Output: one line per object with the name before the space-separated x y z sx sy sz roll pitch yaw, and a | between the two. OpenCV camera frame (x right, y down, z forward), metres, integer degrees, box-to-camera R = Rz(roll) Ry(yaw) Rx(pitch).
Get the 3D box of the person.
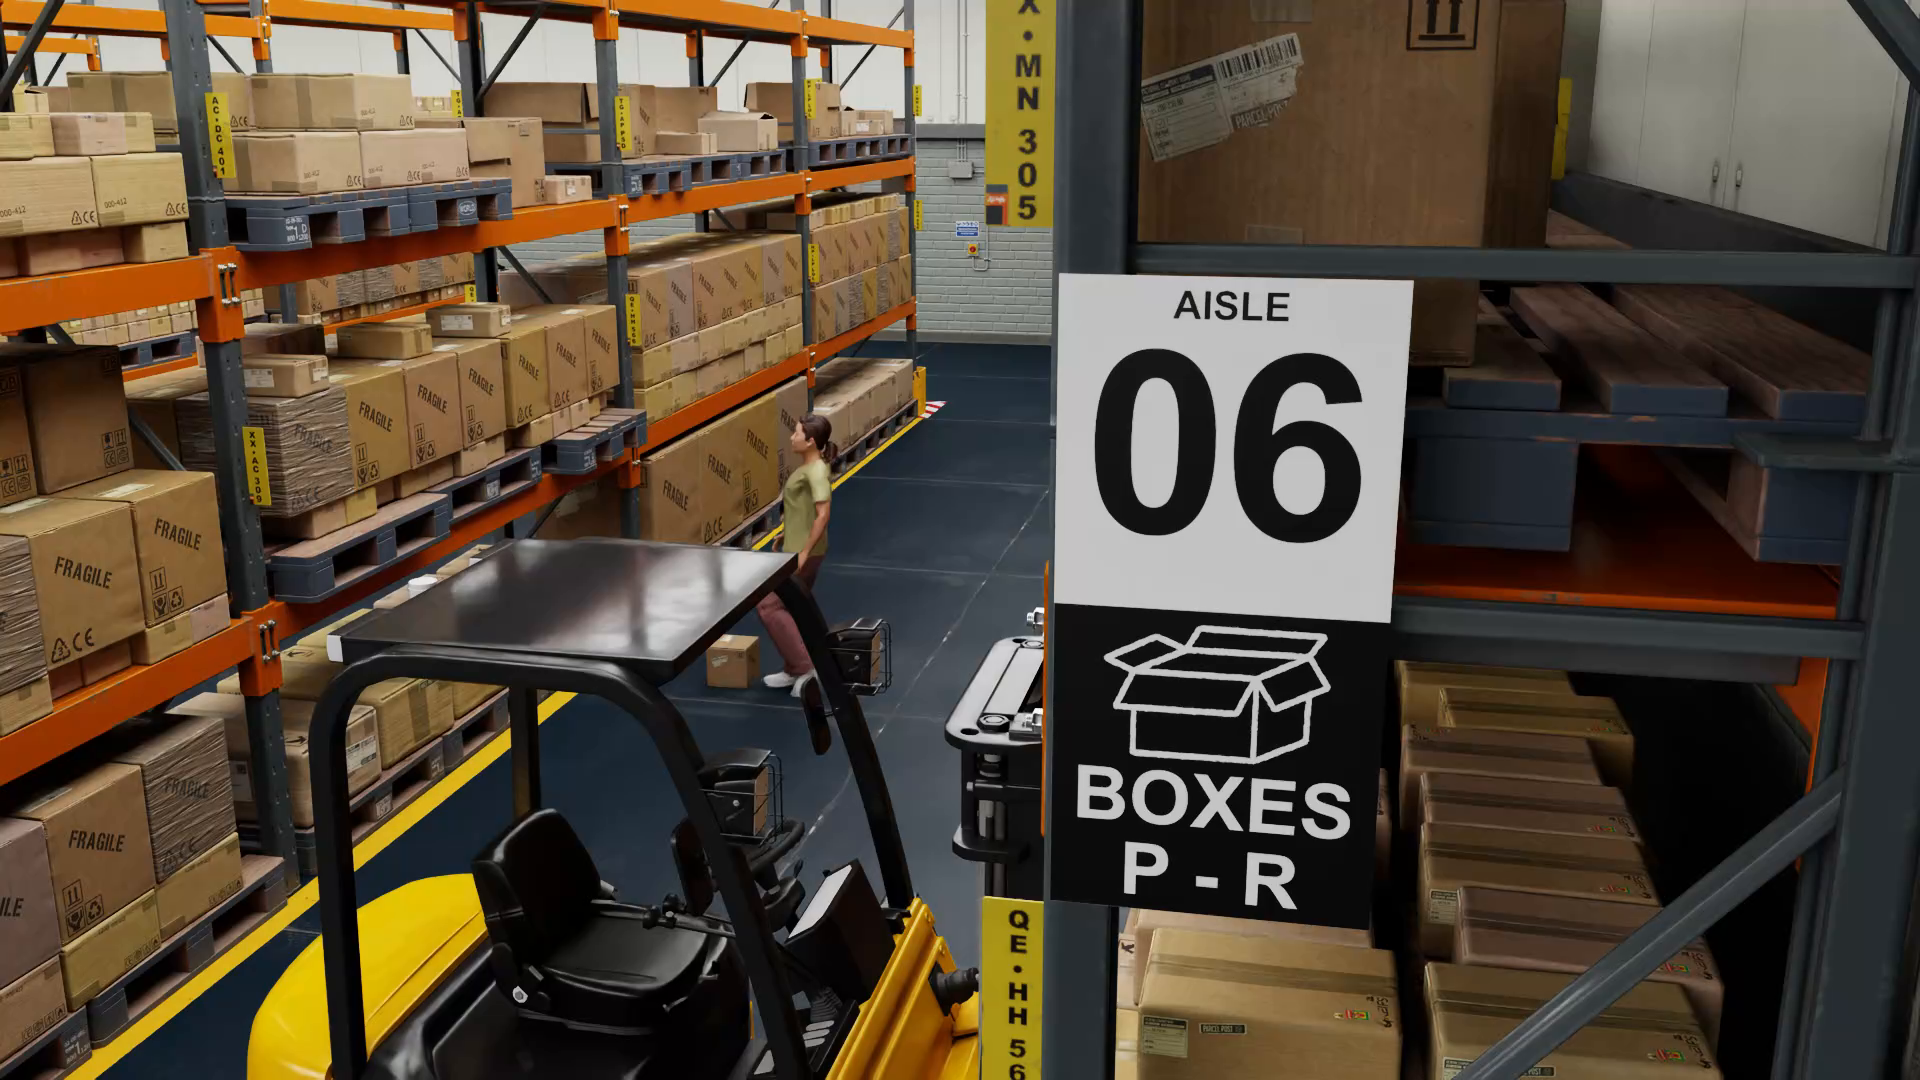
person | -0.937 0.099 9.752 0.484 1.695 0.555 1 15 3
